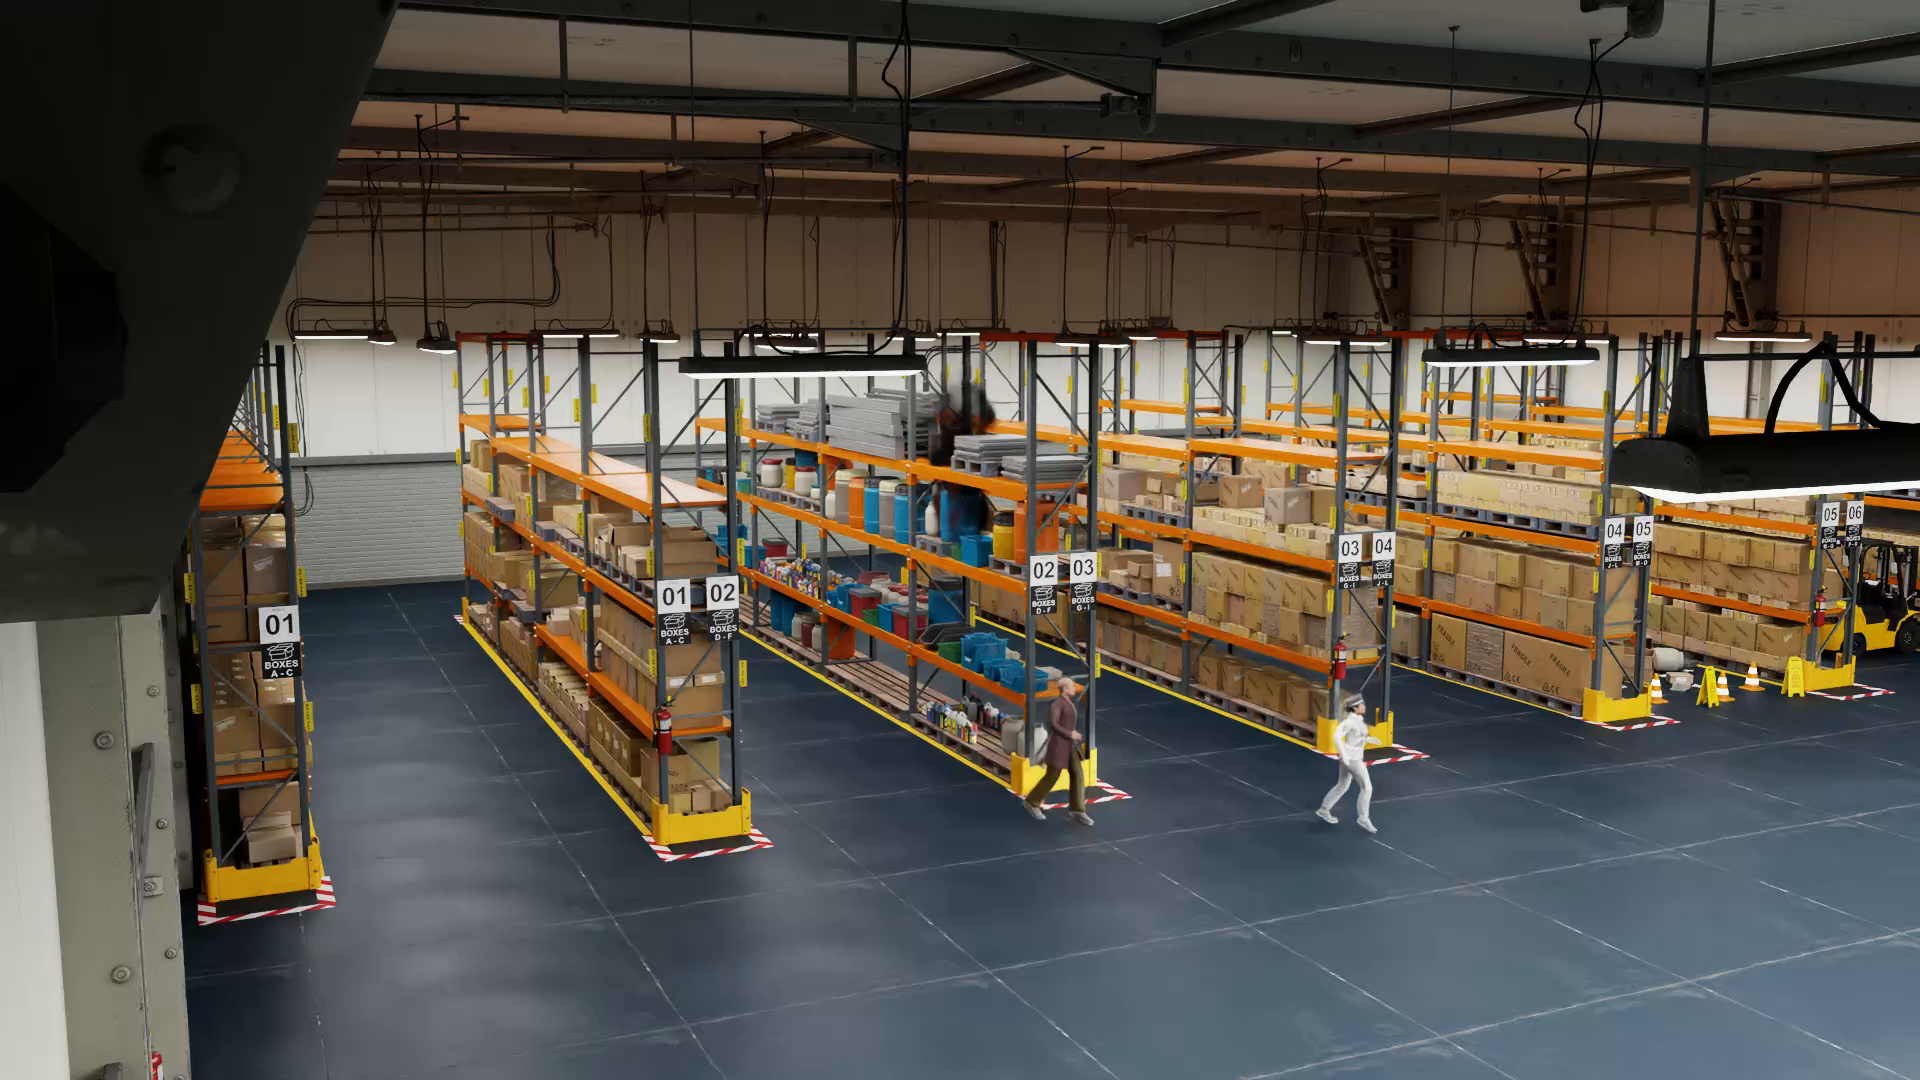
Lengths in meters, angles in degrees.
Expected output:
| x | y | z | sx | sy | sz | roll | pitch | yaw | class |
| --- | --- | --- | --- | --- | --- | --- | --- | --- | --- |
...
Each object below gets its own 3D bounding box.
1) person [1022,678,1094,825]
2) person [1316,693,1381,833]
| x | y | z | sx | sy | sz | roll | pitch | yaw | class |
| --- | --- | --- | --- | --- | --- | --- | --- | --- | --- |
| 1.313 | 2.629 | 20.965 | 0.930 | 1.795 | 0.770 | 3 | 8 | 24 | person |
| 4.813 | 2.738 | 20.568 | 0.767 | 1.743 | 0.600 | 1 | 8 | 8 | person |
